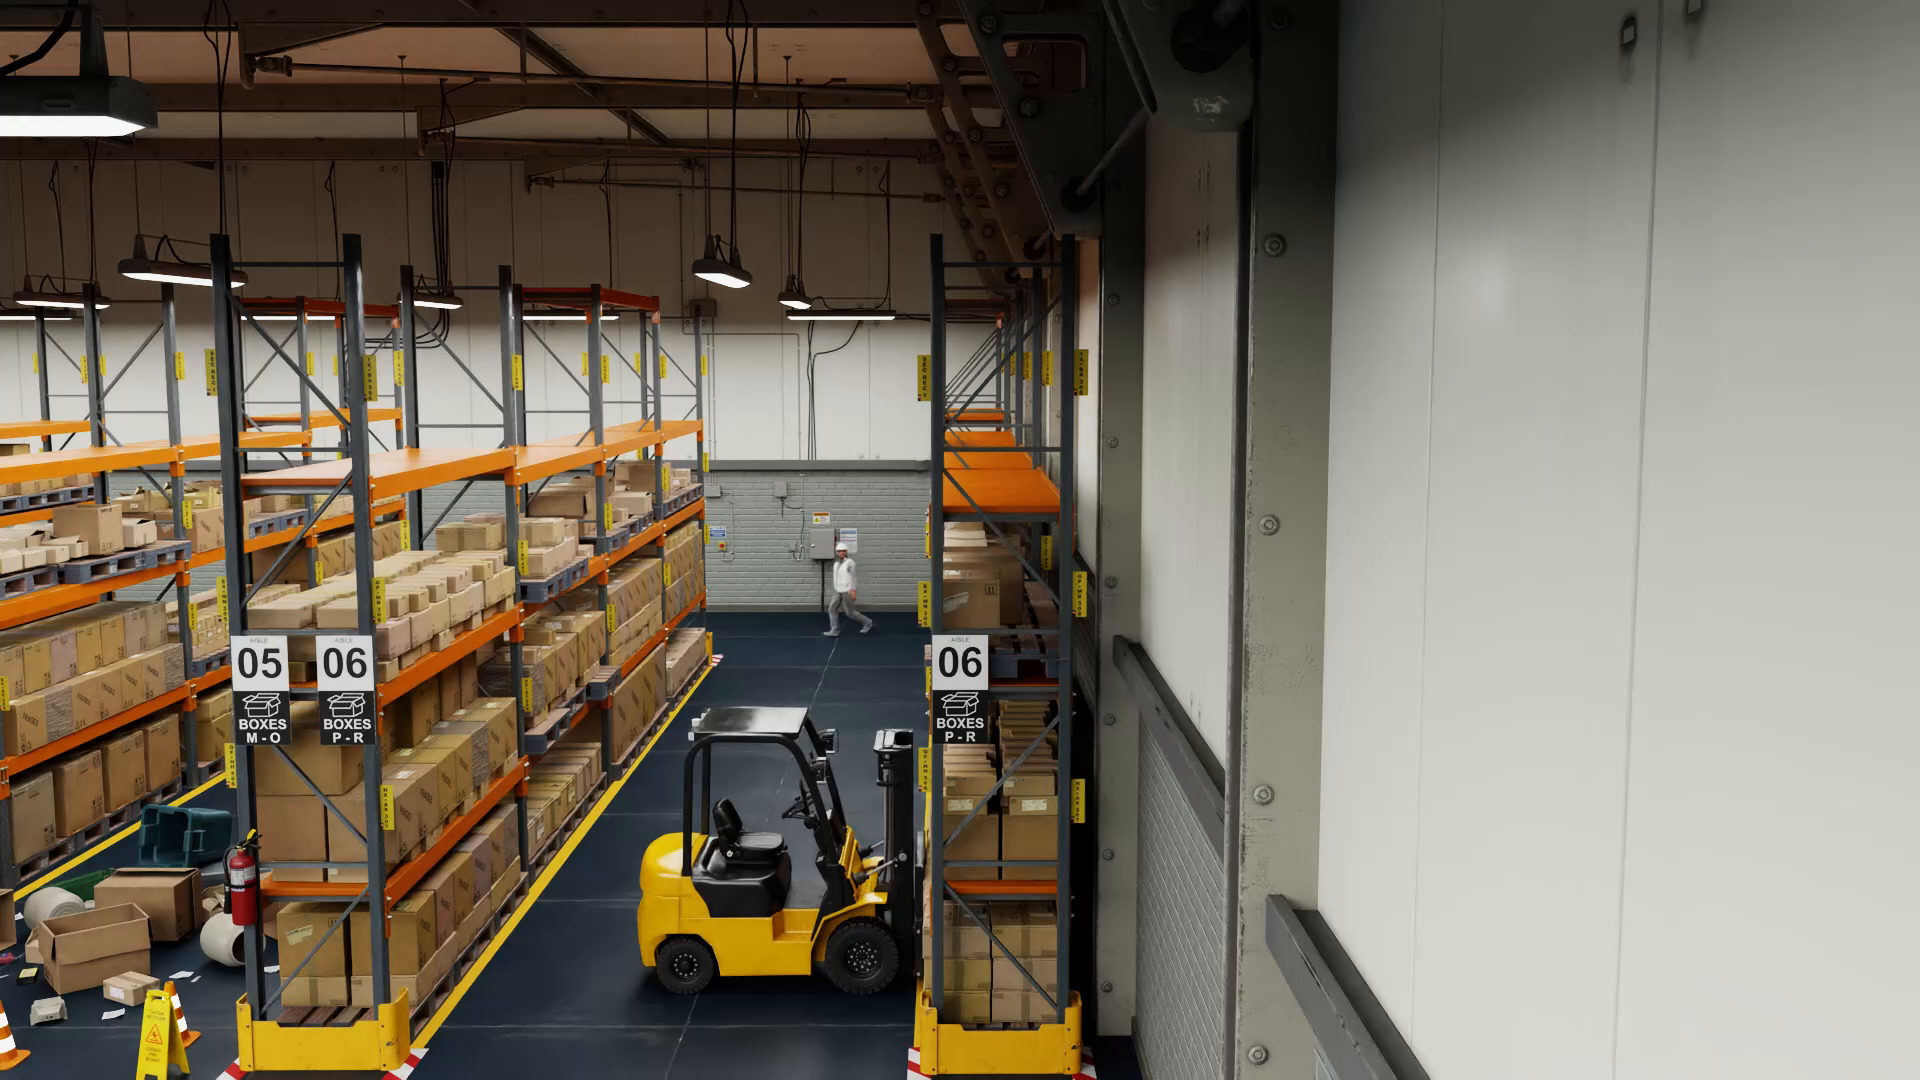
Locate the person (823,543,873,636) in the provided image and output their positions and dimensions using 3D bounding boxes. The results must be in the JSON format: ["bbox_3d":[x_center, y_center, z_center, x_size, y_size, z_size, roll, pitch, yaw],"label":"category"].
[{"bbox_3d":[-2.102,0.912,30.727,0.922,1.731,0.634,-3,7,-25],"label":"person"}]
